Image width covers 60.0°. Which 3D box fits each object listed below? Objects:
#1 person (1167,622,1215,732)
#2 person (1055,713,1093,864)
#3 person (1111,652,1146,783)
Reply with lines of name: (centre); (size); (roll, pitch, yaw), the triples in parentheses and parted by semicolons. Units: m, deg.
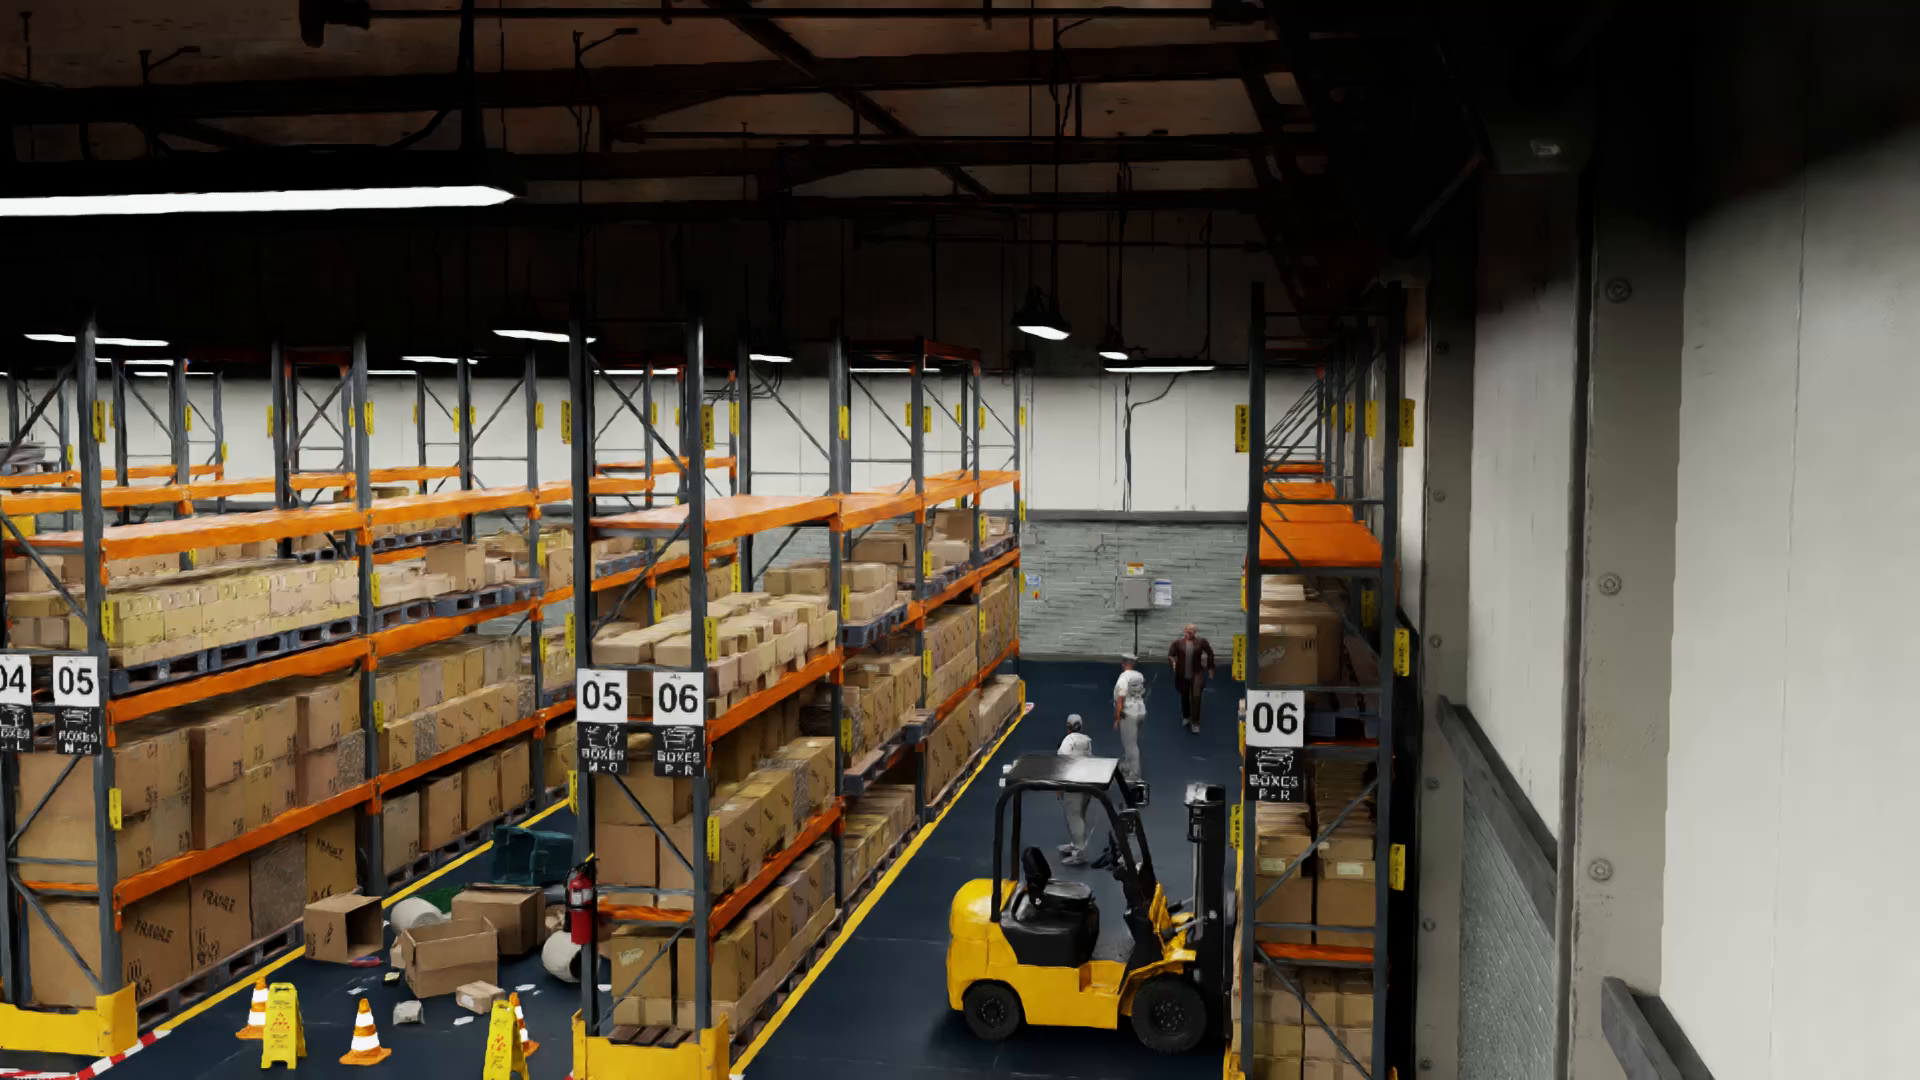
person: (3.686, 2.207, 26.649); (0.736, 1.631, 0.903); (1, 5, 16)
person: (1.285, 2.795, 18.972); (0.541, 1.645, 0.592); (4, 6, 39)
person: (2.311, 2.429, 22.994); (0.589, 1.744, 0.668); (3, 5, 33)
